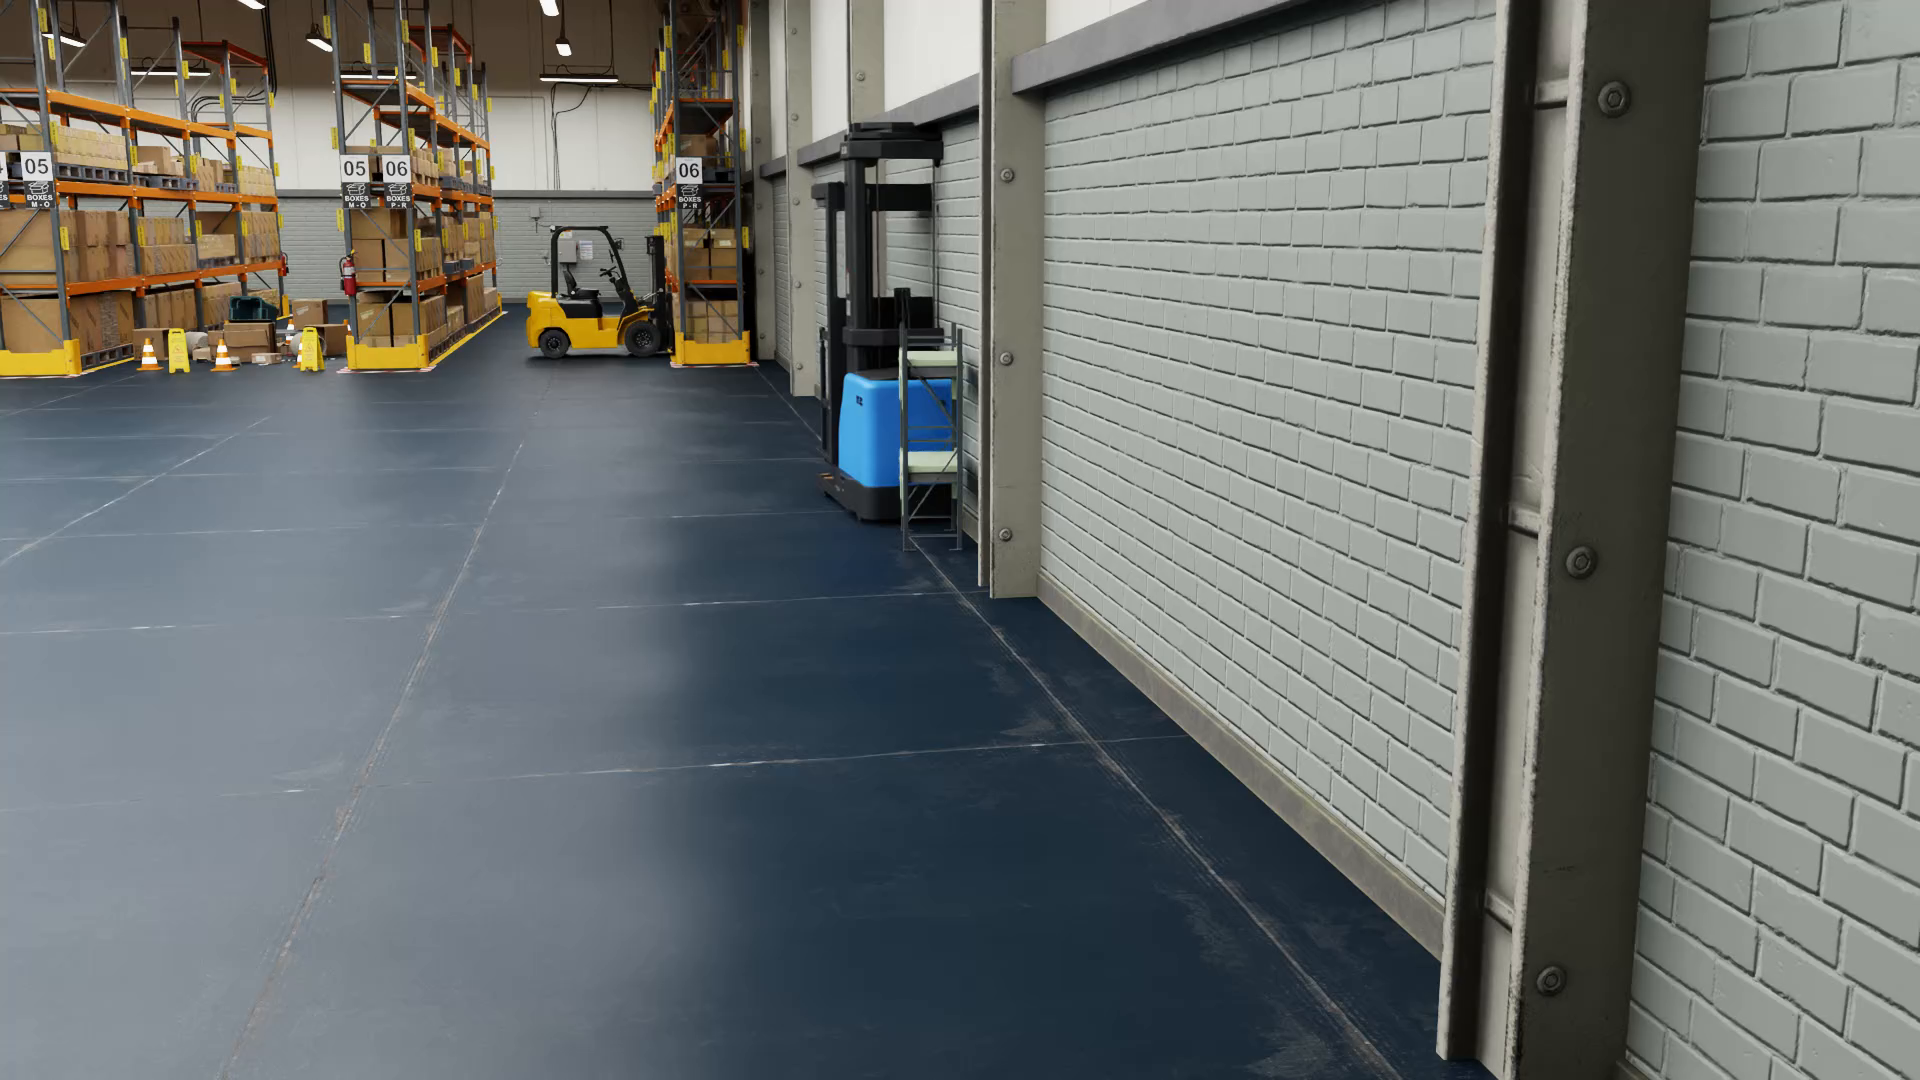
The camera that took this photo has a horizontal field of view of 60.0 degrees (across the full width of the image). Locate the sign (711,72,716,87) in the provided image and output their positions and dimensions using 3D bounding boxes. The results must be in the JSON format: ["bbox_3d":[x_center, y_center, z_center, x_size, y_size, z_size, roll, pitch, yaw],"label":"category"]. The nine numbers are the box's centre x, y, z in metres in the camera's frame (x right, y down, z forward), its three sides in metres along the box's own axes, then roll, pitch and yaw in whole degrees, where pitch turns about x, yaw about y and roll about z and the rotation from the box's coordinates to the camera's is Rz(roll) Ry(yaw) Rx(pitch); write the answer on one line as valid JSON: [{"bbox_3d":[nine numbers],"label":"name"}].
[{"bbox_3d":[-4.960,-9.282,33.473,0.100,0.325,0.005,-2,11,-11],"label":"sign"}]

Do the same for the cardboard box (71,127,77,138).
[{"bbox_3d":[-13.551,-6.140,25.057,0.380,0.149,0.250,-2,11,-10],"label":"cardboard box"}]

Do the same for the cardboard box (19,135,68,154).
[{"bbox_3d":[-13.494,-5.829,24.494,0.500,0.250,0.500,-2,11,-11],"label":"cardboard box"}]

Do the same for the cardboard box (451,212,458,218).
[{"bbox_3d":[-11.467,-7.286,37.277,0.380,0.149,0.250,-2,11,-10],"label":"cardboard box"}]

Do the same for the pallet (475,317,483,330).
[{"bbox_3d":[-10.685,-4.597,35.283,1.003,0.211,1.213,-2,11,-11],"label":"pallet"}]

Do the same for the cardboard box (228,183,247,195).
[{"bbox_3d":[-15.817,-7.625,36.116,0.500,0.250,0.500,-2,11,-8],"label":"cardboard box"}]

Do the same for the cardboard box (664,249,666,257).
[{"bbox_3d":[-6.008,-5.967,34.571,0.380,0.149,0.250,-2,11,-10],"label":"cardboard box"}]

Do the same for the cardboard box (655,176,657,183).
[{"bbox_3d":[-6.487,-7.906,36.470,0.380,0.149,0.250,-2,11,-10],"label":"cardboard box"}]

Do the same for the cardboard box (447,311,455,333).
[{"bbox_3d":[-9.842,-4.006,30.624,0.950,0.372,0.625,-1,11,-7],"label":"cardboard box"}]

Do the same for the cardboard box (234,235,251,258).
[{"bbox_3d":[-15.835,-6.426,36.374,0.500,0.500,0.500,-2,11,-12],"label":"cardboard box"}]

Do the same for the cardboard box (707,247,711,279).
[{"bbox_3d":[-3.895,-4.555,27.337,0.500,0.500,0.500,-2,11,-9],"label":"cardboard box"}]

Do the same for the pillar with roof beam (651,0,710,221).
[{"bbox_3d":[-10.923,-10.562,43.123,9.100,9.000,0.548,-2,11,-11],"label":"pillar with roof beam"}]

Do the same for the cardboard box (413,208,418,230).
[{"bbox_3d":[-9.721,-5.460,28.624,0.700,0.500,0.500,-2,11,-12],"label":"cardboard box"}]

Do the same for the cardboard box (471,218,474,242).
[{"bbox_3d":[-10.514,-6.514,34.959,0.500,0.500,0.500,-2,11,-10],"label":"cardboard box"}]

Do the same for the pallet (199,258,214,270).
[{"bbox_3d":[-15.451,-5.430,32.716,1.213,0.211,1.003,-2,11,-11],"label":"pallet"}]

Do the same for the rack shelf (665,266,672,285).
[{"bbox_3d":[-5.115,-5.057,32.167,1.077,0.370,4.000,-2,11,-11],"label":"rack shelf"}]

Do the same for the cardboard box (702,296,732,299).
[{"bbox_3d":[-4.136,-4.030,28.402,0.500,0.250,0.500,-2,11,-12],"label":"cardboard box"}]

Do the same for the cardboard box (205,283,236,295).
[{"bbox_3d":[-15.506,-5.256,34.843,0.500,0.250,0.500,-2,11,-8],"label":"cardboard box"}]

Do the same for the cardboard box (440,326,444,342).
[{"bbox_3d":[-9.102,-3.522,28.409,0.500,0.250,0.500,-2,11,-13],"label":"cardboard box"}]

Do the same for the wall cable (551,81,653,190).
[{"bbox_3d":[-9.833,-11.183,46.284,2.988,3.039,0.133,-2,11,-11],"label":"wall cable"}]

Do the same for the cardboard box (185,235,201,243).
[{"bbox_3d":[-15.163,-5.914,32.701,0.380,0.149,0.250,-2,11,-13],"label":"cardboard box"}]

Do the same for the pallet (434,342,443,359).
[{"bbox_3d":[-9.188,-3.146,27.663,1.003,0.211,1.213,-2,11,-11],"label":"pallet"}]

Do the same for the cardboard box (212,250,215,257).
[{"bbox_3d":[-15.357,-5.813,33.763,0.380,0.149,0.250,-2,11,-10],"label":"cardboard box"}]

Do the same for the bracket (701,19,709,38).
[{"bbox_3d":[-5.296,-10.822,34.860,0.076,0.066,4.783,-2,11,-11],"label":"bracket"}]

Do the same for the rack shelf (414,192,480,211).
[{"bbox_3d":[-10.761,-7.083,34.789,1.077,0.370,4.000,-2,11,-11],"label":"rack shelf"}]

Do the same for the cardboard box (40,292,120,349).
[{"bbox_3d":[-14.197,-3.543,26.849,0.875,0.875,0.875,-2,11,-11],"label":"cardboard box"}]

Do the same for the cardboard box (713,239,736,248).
[{"bbox_3d":[-3.760,-4.749,26.624,0.380,0.149,0.250,-2,11,-12],"label":"cardboard box"}]

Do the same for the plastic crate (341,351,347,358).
[{"bbox_3d":[-10.093,-3.110,27.824,0.402,0.080,0.583,-6,13,-31],"label":"plastic crate"}]

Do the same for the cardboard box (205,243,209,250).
[{"bbox_3d":[-15.264,-5.867,33.253,0.380,0.149,0.250,-2,11,-11],"label":"cardboard box"}]

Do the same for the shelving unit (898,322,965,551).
[{"bbox_3d":[-0.205,-0.733,11.537,0.431,1.500,0.755,-1,11,-3],"label":"shelving unit"}]

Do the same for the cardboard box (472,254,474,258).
[{"bbox_3d":[-10.534,-5.902,35.082,0.500,0.250,0.500,-2,11,-11],"label":"cardboard box"}]

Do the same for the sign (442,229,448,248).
[{"bbox_3d":[-9.063,-5.309,29.251,0.100,0.325,0.005,-2,11,-11],"label":"sign"}]

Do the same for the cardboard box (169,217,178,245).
[{"bbox_3d":[-15.031,-5.762,31.007,0.700,0.500,0.500,-2,11,-12],"label":"cardboard box"}]

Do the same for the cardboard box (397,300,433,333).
[{"bbox_3d":[-8.813,-3.611,26.870,0.500,0.500,0.500,-3,11,-13],"label":"cardboard box"}]

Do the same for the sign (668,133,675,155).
[{"bbox_3d":[-4.483,-6.162,25.872,0.100,0.325,0.005,-2,11,-11],"label":"sign"}]

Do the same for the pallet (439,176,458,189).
[{"bbox_3d":[-9.610,-6.361,29.573,1.213,0.211,1.003,-2,11,-11],"label":"pallet"}]

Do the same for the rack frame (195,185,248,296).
[{"bbox_3d":[-15.986,-6.131,35.886,1.000,3.000,0.127,-2,11,-11],"label":"rack frame"}]

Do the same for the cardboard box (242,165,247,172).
[{"bbox_3d":[-15.936,-8.179,36.621,0.380,0.149,0.250,-2,11,-13],"label":"cardboard box"}]

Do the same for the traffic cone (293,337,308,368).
[{"bbox_3d":[-10.165,-2.914,25.771,0.336,0.463,0.334,-2,11,-11],"label":"traffic cone"}]

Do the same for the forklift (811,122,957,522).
[{"bbox_3d":[-0.570,-1.808,13.355,1.130,2.935,3.031,-3,11,-15],"label":"forklift"}]

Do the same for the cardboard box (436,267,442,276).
[{"bbox_3d":[-9.177,-4.646,28.753,0.380,0.149,0.250,-2,11,-10],"label":"cardboard box"}]

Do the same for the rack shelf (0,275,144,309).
[{"bbox_3d":[-14.041,-3.944,26.317,1.077,0.370,4.000,-2,11,-11],"label":"rack shelf"}]

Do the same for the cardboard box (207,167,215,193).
[{"bbox_3d":[-15.265,-7.217,33.304,0.500,0.500,0.500,-2,11,-11],"label":"cardboard box"}]

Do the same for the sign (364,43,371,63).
[{"bbox_3d":[-10.137,-8.325,28.446,0.100,0.325,0.005,-2,11,-11],"label":"sign"}]

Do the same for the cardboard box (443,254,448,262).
[{"bbox_3d":[-9.392,-5.058,29.798,0.380,0.149,0.250,-2,11,-10],"label":"cardboard box"}]

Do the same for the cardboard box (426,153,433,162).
[{"bbox_3d":[-9.051,-6.415,27.897,0.380,0.149,0.250,-2,11,-9],"label":"cardboard box"}]

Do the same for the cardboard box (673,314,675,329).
[{"bbox_3d":[-4.557,-3.675,27.877,0.500,0.250,0.500,-2,11,-12],"label":"cardboard box"}]

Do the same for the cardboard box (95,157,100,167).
[{"bbox_3d":[-13.748,-5.934,26.111,0.380,0.149,0.250,-2,11,-11],"label":"cardboard box"}]

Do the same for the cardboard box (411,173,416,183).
[{"bbox_3d":[-8.562,-5.551,25.491,0.380,0.149,0.250,-2,11,-11],"label":"cardboard box"}]

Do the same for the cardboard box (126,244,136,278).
[{"bbox_3d":[-14.347,-4.670,27.810,0.875,0.550,0.550,-2,11,-11],"label":"cardboard box"}]

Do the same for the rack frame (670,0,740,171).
[{"bbox_3d":[-3.948,-7.257,25.757,1.000,3.000,0.127,-2,11,-11],"label":"rack frame"}]
